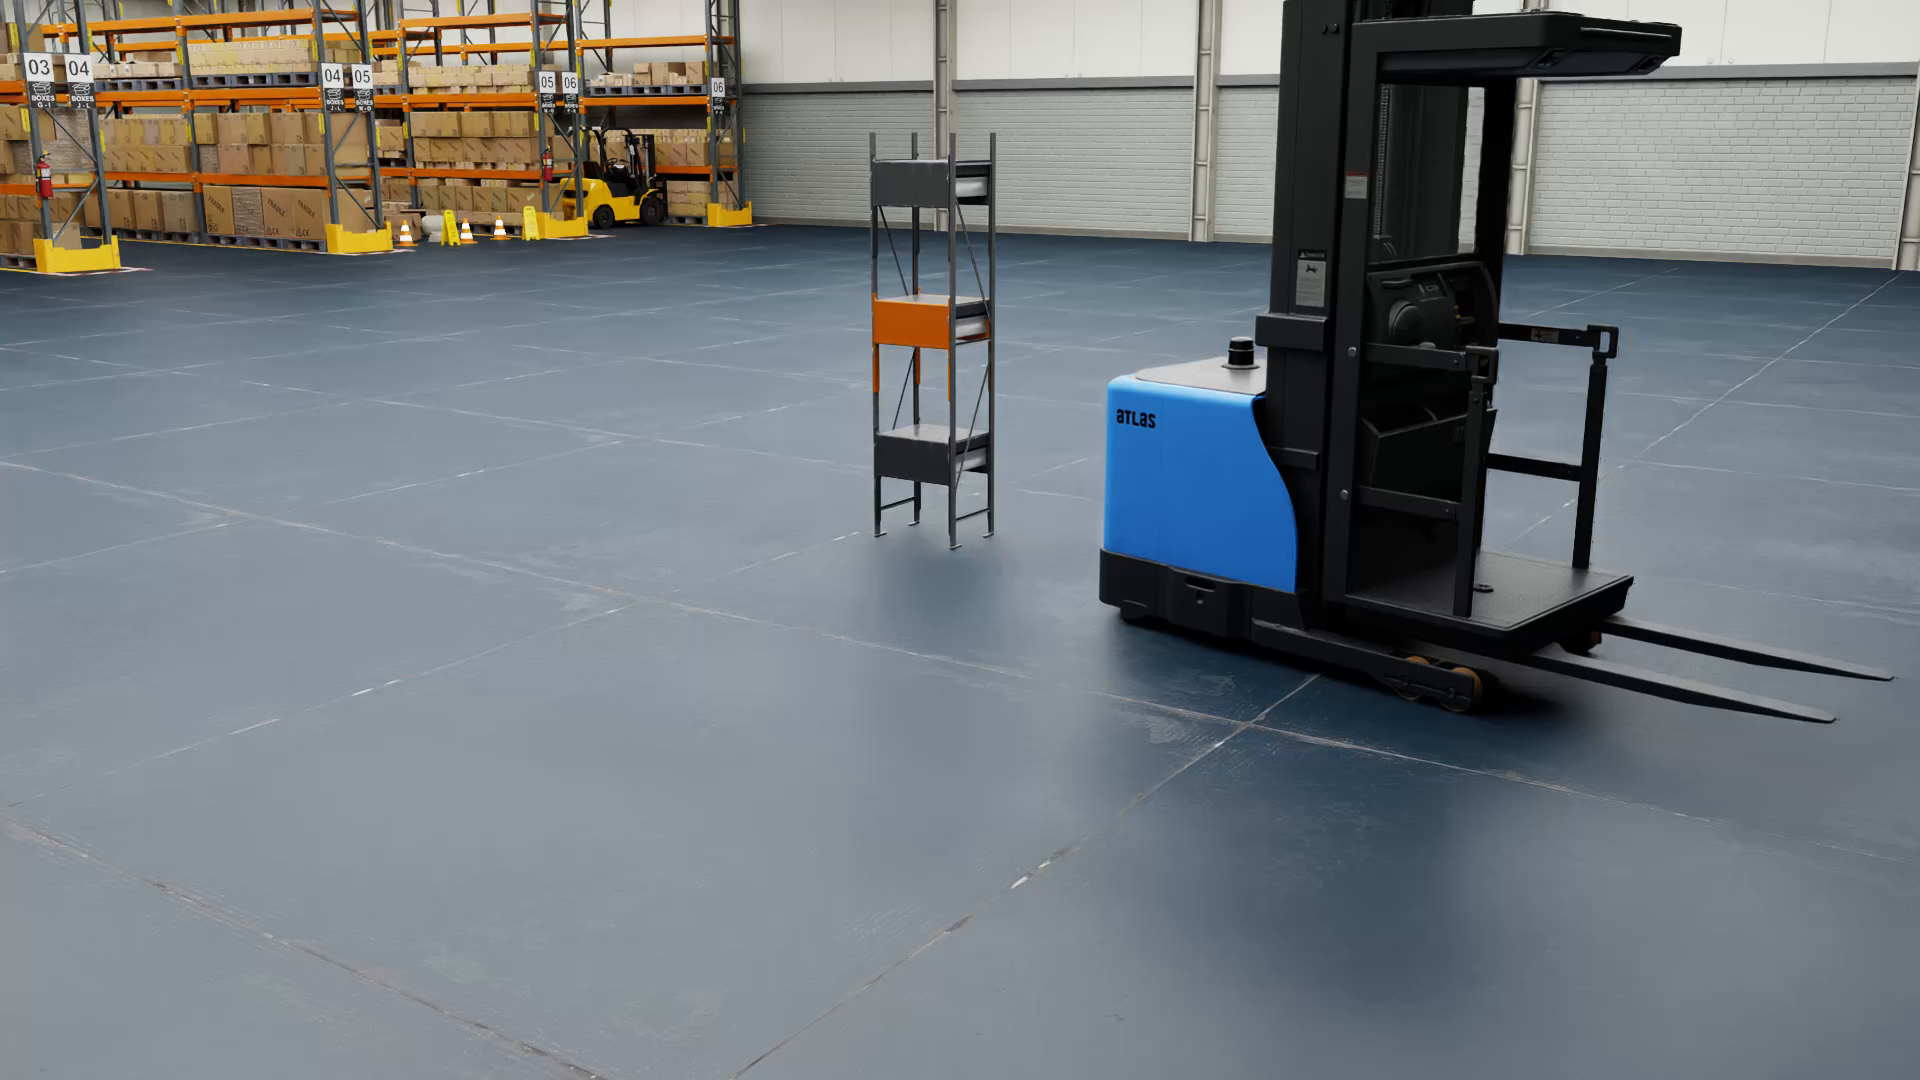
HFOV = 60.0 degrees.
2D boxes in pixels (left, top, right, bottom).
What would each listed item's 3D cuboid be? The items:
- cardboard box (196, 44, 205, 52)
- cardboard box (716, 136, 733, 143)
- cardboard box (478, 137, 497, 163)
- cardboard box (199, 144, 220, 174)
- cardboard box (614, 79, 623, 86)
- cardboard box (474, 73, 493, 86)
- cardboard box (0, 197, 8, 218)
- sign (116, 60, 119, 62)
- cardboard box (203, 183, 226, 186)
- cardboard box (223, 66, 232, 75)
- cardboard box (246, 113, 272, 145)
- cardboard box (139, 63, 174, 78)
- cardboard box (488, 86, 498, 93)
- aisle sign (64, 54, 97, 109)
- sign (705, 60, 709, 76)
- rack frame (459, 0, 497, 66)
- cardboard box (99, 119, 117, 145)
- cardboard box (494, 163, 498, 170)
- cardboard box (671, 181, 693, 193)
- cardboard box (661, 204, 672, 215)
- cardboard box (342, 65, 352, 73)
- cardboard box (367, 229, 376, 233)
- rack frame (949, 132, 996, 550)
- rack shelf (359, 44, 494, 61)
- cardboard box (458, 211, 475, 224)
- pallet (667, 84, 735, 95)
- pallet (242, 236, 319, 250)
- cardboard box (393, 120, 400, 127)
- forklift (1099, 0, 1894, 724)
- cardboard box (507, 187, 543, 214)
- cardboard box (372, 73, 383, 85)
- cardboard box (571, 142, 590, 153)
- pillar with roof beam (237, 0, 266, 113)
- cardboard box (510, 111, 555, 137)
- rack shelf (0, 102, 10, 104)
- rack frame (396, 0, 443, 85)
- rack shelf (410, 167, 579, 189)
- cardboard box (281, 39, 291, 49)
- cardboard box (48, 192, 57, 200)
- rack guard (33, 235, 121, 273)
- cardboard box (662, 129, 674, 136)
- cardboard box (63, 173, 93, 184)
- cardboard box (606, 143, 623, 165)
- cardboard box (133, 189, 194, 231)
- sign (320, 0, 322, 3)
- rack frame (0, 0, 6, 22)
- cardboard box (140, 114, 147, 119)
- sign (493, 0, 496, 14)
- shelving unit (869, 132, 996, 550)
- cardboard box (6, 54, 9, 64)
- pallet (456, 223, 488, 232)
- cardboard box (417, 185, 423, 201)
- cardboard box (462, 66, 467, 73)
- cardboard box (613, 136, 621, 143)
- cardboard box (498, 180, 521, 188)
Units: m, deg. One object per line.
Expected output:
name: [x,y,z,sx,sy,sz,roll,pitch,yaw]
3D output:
cardboard box: [-13.652,-8.944,30.250,0.250,0.149,0.380,9,17,32]
cardboard box: [-5.349,-9.036,37.525,0.250,0.149,0.380,9,16,31]
cardboard box: [-9.410,-7.932,33.795,0.500,0.500,0.500,9,17,33]
cardboard box: [-13.665,-7.147,31.139,0.550,0.550,0.875,9,17,33]
cardboard box: [-7.691,-10.474,38.092,0.250,0.149,0.380,10,17,34]
cardboard box: [-9.404,-9.264,33.455,0.500,0.250,0.500,10,17,34]
cardboard box: [-20.150,-7.032,35.317,0.500,0.500,0.500,10,17,35]
sign: [-16.980,-9.512,33.525,0.005,0.325,0.100,9,17,33]
cardboard box: [-17.378,-8.300,39.656,0.875,0.875,0.875,10,17,35]
cardboard box: [-13.020,-8.455,29.934,0.250,0.149,0.380,9,16,32]
cardboard box: [-12.354,-7.442,30.083,0.500,0.550,0.875,9,17,33]
cardboard box: [-15.125,-8.878,31.434,0.500,0.250,0.500,9,17,32]
cardboard box: [-9.264,-9.052,33.427,0.250,0.149,0.380,9,17,32]
aisle sign: [-13.292,-6.923,25.135,0.004,0.787,0.394,9,17,33]
sign: [-5.527,-10.316,36.335,0.005,0.325,0.100,9,17,33]
rack frame: [-11.851,-12.560,40.835,0.127,3.000,1.000,9,17,33]
cardboard box: [-16.509,-8.062,32.858,0.500,0.500,0.700,9,16,32]
cardboard box: [-9.247,-7.612,33.853,0.250,0.149,0.380,9,17,34]
cardboard box: [-6.196,-7.997,37.652,0.500,0.250,0.500,10,17,34]
cardboard box: [-6.596,-7.582,38.057,0.500,0.250,0.500,9,17,33]
cardboard box: [-10.764,-8.281,29.231,0.250,0.149,0.380,9,17,33]
cardboard box: [-11.523,-5.931,32.228,0.258,0.266,0.396,13,19,42]
rack frame: [0.065,-1.009,8.528,0.015,2.100,0.400,9,17,33]
rack shelf: [-13.510,-12.285,42.053,4.000,0.370,1.077,9,17,33]
cardboard box: [-10.069,-6.718,34.566,0.500,0.250,0.500,9,16,32]
pallet: [-5.785,-10.088,37.276,1.213,0.211,1.003,9,17,33]
pallet: [-12.374,-5.486,30.547,1.213,0.211,1.003,9,17,33]
cardboard box: [-12.450,-9.092,36.258,0.250,0.149,0.380,10,17,36]
forklift: [2.023,-0.919,6.436,3.031,2.935,1.130,13,19,43]
cardboard box: [-8.790,-6.874,33.636,0.500,0.500,0.500,9,17,33]
cardboard box: [-12.281,-9.827,35.474,0.500,0.250,0.500,9,17,33]
cardboard box: [-9.082,-9.296,39.407,0.500,0.250,0.500,9,16,32]
pillar with roof beam: [-22.626,-13.316,43.888,0.400,9.000,9.100,9,17,33]
cardboard box: [-8.525,-8.288,33.155,0.500,0.500,0.700,9,16,31]
rack shelf: [-22.275,-9.569,36.491,4.000,0.370,1.077,9,17,33]
rack frame: [-11.299,-11.034,34.668,0.127,3.000,1.000,9,17,33]
rack shelf: [-9.639,-7.504,34.392,4.000,0.370,1.077,9,17,33]
cardboard box: [-11.546,-8.604,28.876,0.250,0.149,0.380,10,17,34]
cardboard box: [-18.435,-7.117,34.098,0.500,0.250,0.500,9,17,34]
rack guard: [-13.573,-4.406,25.581,0.348,0.500,1.175,9,17,33]
cardboard box: [-6.525,-9.207,37.596,0.250,0.149,0.380,10,17,34]
cardboard box: [-13.614,-5.573,25.616,0.250,0.149,0.380,9,17,33]
cardboard box: [-7.868,-8.982,38.657,0.500,0.500,0.500,10,17,34]
cardboard box: [-15.341,-6.428,32.356,0.750,0.750,1.050,9,17,33]
sign: [-14.323,-12.171,37.156,0.005,0.325,0.100,9,17,33]
rack frame: [-20.616,-11.106,34.960,0.127,3.000,1.000,9,17,33]
cardboard box: [-19.608,-10.235,40.288,0.250,0.149,0.380,9,17,33]
sign: [-11.544,-13.202,41.153,0.005,0.325,0.100,9,17,33]
shelving unit: [-0.137,-1.041,8.661,0.503,2.100,0.431,9,17,33]
cardboard box: [-14.065,-7.219,24.984,0.250,0.149,0.380,9,16,31]
pallet: [-10.722,-6.685,35.389,1.213,0.211,1.003,9,17,33]
cardboard box: [-13.608,-8.857,42.689,0.500,0.500,0.500,8,16,31]
cardboard box: [-9.883,-9.543,33.754,0.250,0.149,0.380,10,17,34]
cardboard box: [-7.803,-9.268,38.463,0.250,0.149,0.380,10,17,34]
cardboard box: [-9.132,-7.224,33.702,0.250,0.149,0.380,10,17,34]
